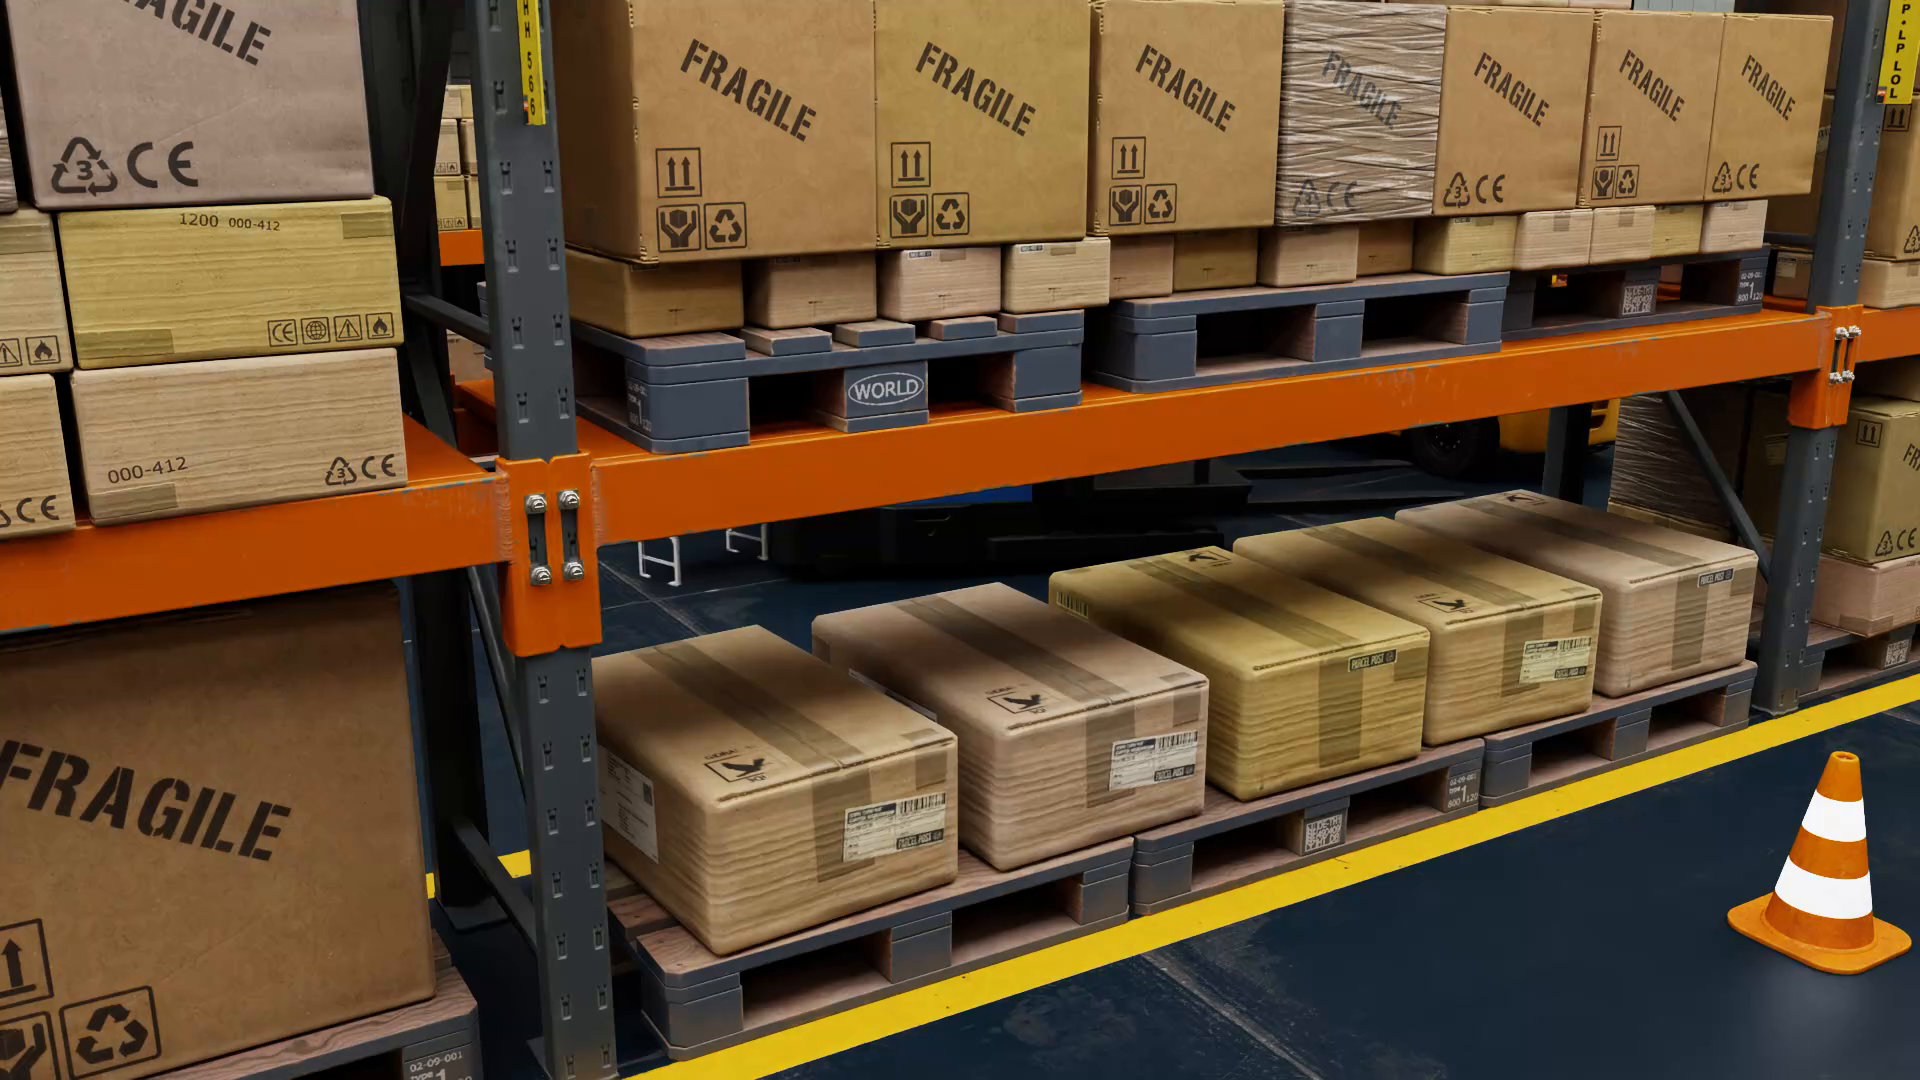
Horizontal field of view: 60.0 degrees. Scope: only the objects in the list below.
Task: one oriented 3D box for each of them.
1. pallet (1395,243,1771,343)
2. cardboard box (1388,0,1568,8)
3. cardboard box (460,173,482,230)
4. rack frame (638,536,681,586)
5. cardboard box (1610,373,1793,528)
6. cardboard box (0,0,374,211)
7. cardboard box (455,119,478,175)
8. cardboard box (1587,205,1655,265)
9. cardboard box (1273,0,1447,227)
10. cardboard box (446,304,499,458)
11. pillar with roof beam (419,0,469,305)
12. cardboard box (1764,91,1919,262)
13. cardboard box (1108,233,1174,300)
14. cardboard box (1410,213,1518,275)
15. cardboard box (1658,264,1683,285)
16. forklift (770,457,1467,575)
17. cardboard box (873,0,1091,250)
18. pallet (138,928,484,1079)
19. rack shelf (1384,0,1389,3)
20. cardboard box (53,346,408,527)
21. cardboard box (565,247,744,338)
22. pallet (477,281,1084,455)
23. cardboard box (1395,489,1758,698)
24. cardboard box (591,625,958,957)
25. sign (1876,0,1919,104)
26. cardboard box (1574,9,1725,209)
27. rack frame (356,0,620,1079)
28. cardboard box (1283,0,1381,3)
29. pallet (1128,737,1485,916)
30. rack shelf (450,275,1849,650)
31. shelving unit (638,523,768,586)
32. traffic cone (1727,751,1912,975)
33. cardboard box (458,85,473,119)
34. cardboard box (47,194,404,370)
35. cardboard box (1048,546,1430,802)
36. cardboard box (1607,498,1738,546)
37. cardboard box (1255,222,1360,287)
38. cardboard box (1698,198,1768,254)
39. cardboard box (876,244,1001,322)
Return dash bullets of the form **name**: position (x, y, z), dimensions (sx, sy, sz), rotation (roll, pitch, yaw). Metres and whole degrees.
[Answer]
- **pallet**: position (1.686, -0.826, 5.155), dimensions (1.213, 0.211, 1.003), rotation (-9, 18, -30)
- **cardboard box**: position (1.329, -1.438, 4.267), dimensions (0.250, 0.149, 0.380), rotation (-10, 19, -32)
- **cardboard box**: position (-2.195, -1.658, 8.045), dimensions (0.500, 0.250, 0.500), rotation (-10, 18, -31)
- **rack frame**: position (-1.229, -0.412, 6.657), dimensions (0.240, 1.200, 0.015), rotation (12, 20, 38)
- **cardboard box**: position (2.785, -0.375, 6.116), dimensions (0.500, 0.500, 0.500), rotation (-9, 18, -30)
- **cardboard box**: position (-1.321, -0.832, 2.784), dimensions (0.500, 0.500, 0.500), rotation (-10, 18, -31)
- **cardboard box**: position (-2.178, -1.895, 7.963), dimensions (0.500, 0.250, 0.500), rotation (-10, 18, -31)
- **cardboard box**: position (1.679, -0.860, 4.609), dimensions (0.250, 0.149, 0.380), rotation (-10, 18, -31)
- **cardboard box**: position (0.820, -1.055, 4.101), dimensions (0.500, 0.500, 0.500), rotation (-10, 19, -32)
- **cardboard box**: position (-2.475, -0.818, 8.392), dimensions (0.625, 0.625, 0.875), rotation (-9, 18, -28)
- **pillar with roof beam**: position (-0.702, -3.865, 4.527), dimensions (0.400, 9.000, 9.100), rotation (-9, 18, -30)
- **cardboard box**: position (2.937, -1.179, 5.322), dimensions (0.500, 0.500, 0.500), rotation (-9, 18, -30)
- **cardboard box**: position (0.292, -0.662, 3.903), dimensions (0.250, 0.149, 0.380), rotation (-8, 18, -26)
- **cardboard box**: position (1.235, -0.798, 4.388), dimensions (0.250, 0.149, 0.380), rotation (-9, 18, -30)
- **cardboard box**: position (2.534, -0.985, 5.833), dimensions (0.250, 0.149, 0.380), rotation (-9, 18, -30)
- **forklift**: position (0.677, -1.426, 7.065), dimensions (3.031, 2.935, 1.130), rotation (-2, 16, -7)
- **cardboard box**: position (-0.065, -0.912, 3.590), dimensions (0.500, 0.500, 0.500), rotation (-8, 18, -27)
- **pallet**: position (-1.727, 1.000, 3.452), dimensions (1.213, 0.211, 1.003), rotation (-9, 18, -30)
- **rack shelf**: position (1.571, -3.515, 10.167), dimensions (4.000, 0.370, 1.077), rotation (-9, 18, -30)
- **cardboard box**: position (-1.313, -0.232, 2.960), dimensions (0.500, 0.250, 0.500), rotation (-10, 18, -32)
- **cardboard box**: position (-0.639, -0.518, 3.389), dimensions (0.250, 0.149, 0.380), rotation (-10, 19, -33)
- **pallet**: position (-0.457, -0.466, 3.872), dimensions (1.003, 0.211, 1.213), rotation (-9, 18, -30)
- **cardboard box**: position (1.968, 0.146, 5.424), dimensions (0.625, 0.372, 0.950), rotation (-9, 18, -29)
- **cardboard box**: position (-0.523, 0.552, 3.974), dimensions (0.625, 0.372, 0.950), rotation (-11, 19, -33)
- **sign**: position (2.705, -1.421, 4.775), dimensions (0.005, 0.325, 0.100), rotation (-9, 18, -30)
- **cardboard box**: position (1.714, -1.198, 4.612), dimensions (0.500, 0.500, 0.500), rotation (-9, 18, -29)
- **rack frame**: position (-1.013, -0.435, 3.404), dimensions (0.127, 3.000, 1.000), rotation (-9, 18, -30)
- **cardboard box**: position (0.952, -1.539, 4.625), dimensions (0.250, 0.149, 0.380), rotation (-8, 18, -27)
- **pallet**: position (0.702, 0.631, 4.768), dimensions (1.213, 0.211, 1.003), rotation (-9, 18, -30)
- **rack shelf**: position (0.702, -0.367, 4.493), dimensions (4.000, 0.370, 1.077), rotation (-9, 18, -30)
- **shelving unit**: position (-1.074, -0.463, 6.839), dimensions (0.258, 1.200, 0.503), rotation (12, 20, 38)
- **traffic cone**: position (2.074, 0.727, 3.960), dimensions (0.334, 0.463, 0.336), rotation (-9, 18, -30)
- **cardboard box**: position (-2.295, -2.080, 7.885), dimensions (0.250, 0.149, 0.380), rotation (-9, 18, -29)
- **cardboard box**: position (-1.297, -0.477, 2.907), dimensions (0.500, 0.250, 0.500), rotation (-9, 18, -30)
- **cardboard box**: position (0.758, 0.343, 4.718), dimensions (0.625, 0.372, 0.950), rotation (-9, 18, -28)
- **cardboard box**: position (2.784, -0.014, 6.217), dimensions (0.500, 0.250, 0.500), rotation (-8, 18, -27)
- **cardboard box**: position (0.772, -0.732, 4.151), dimensions (0.250, 0.149, 0.380), rotation (-9, 18, -28)
- **cardboard box**: position (2.117, -0.937, 4.882), dimensions (0.250, 0.149, 0.380), rotation (-9, 18, -29)
- **cardboard box**: position (-0.121, -0.577, 3.599), dimensions (0.250, 0.149, 0.380), rotation (-11, 19, -33)
